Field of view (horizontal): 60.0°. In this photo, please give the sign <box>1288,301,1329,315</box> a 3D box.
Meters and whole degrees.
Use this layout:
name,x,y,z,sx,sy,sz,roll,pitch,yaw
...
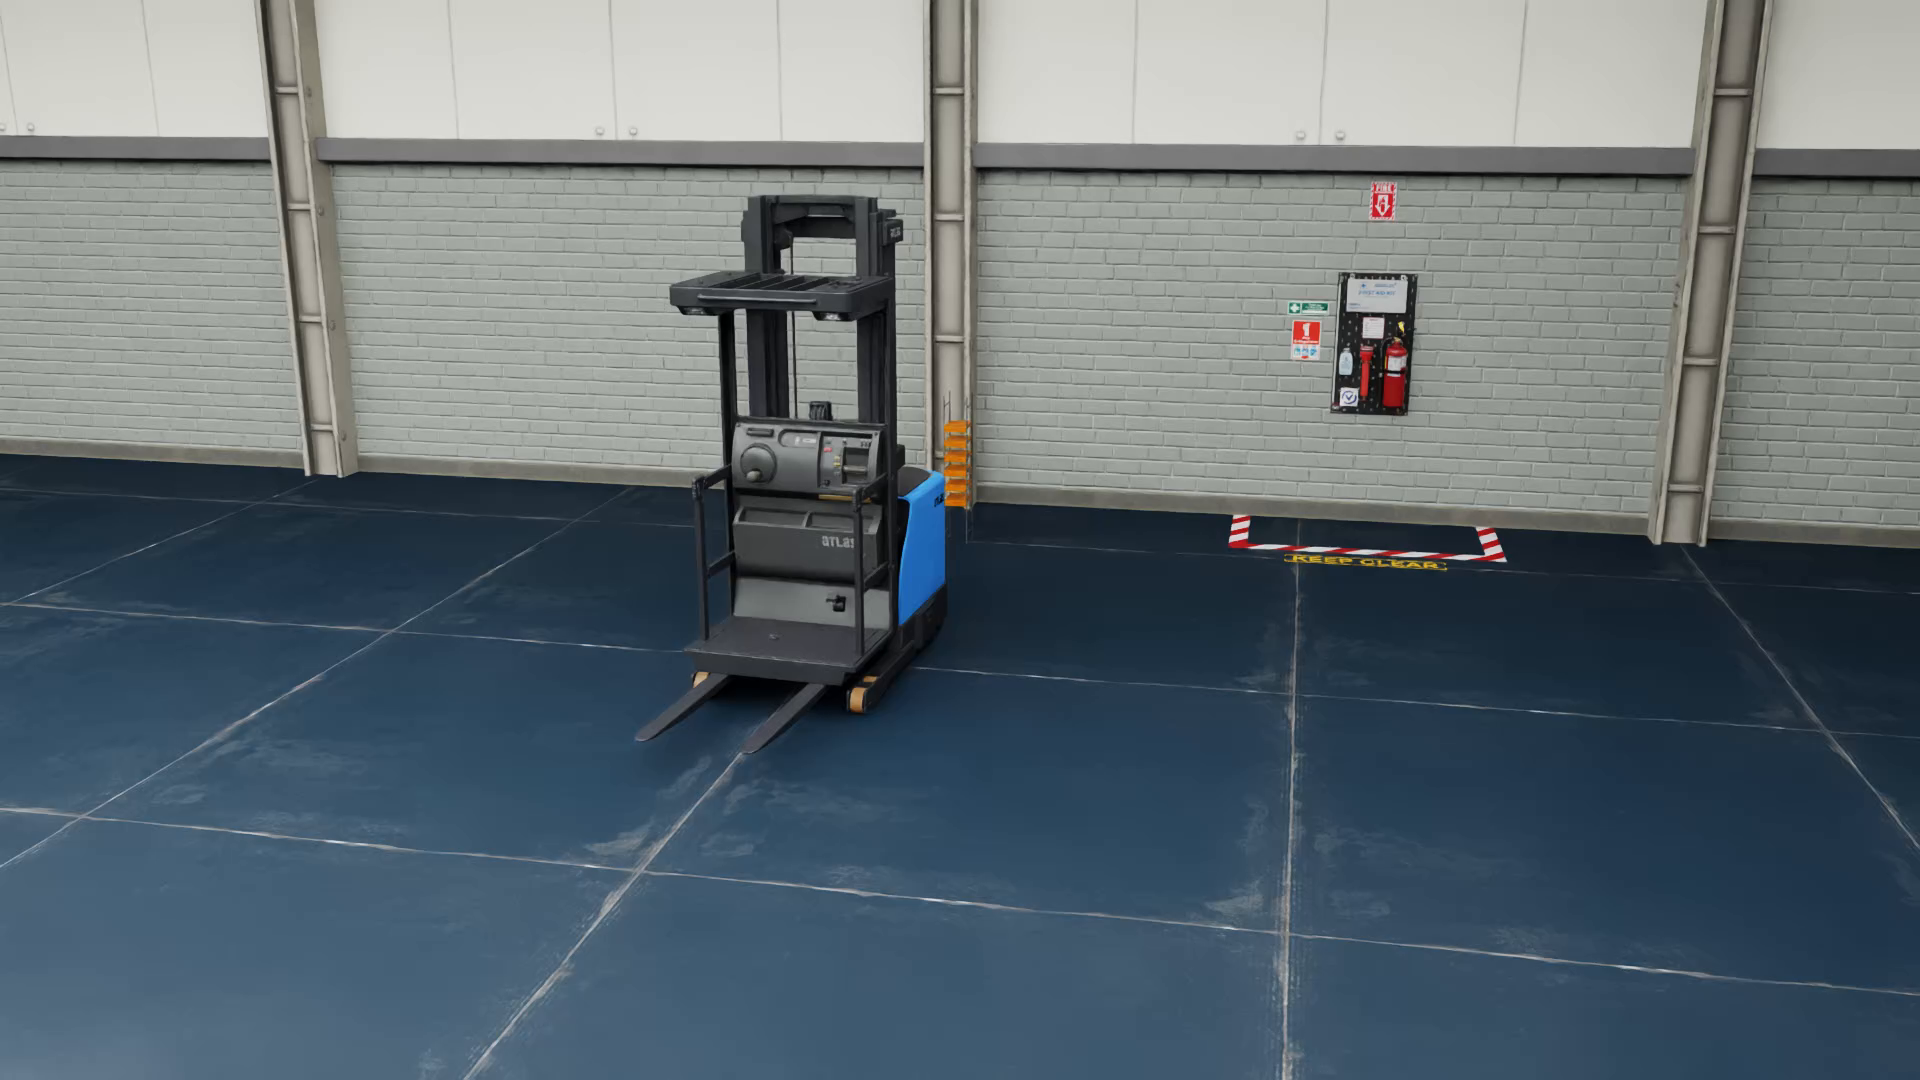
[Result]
name,x,y,z,sx,sy,sz,roll,pitch,yaw
sign,2.872,-1.910,13.710,0.331,0.109,0.001,3,16,11

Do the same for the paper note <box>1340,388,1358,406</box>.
name,x,y,z,sx,sy,sz,roll,pitch,yaw
paper note,3.231,-1.187,13.808,0.142,0.148,0.016,3,16,11

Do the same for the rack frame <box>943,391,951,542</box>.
name,x,y,z,sx,sy,sz,roll,pitch,yaw
rack frame,-0.104,-0.584,13.352,0.006,1.200,0.240,3,16,11

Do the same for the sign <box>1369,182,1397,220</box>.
name,x,y,z,sx,sy,sz,roll,pitch,yaw
sign,3.403,-2.728,13.378,0.199,0.298,0.001,3,16,11

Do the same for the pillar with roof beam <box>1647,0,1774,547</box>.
name,x,y,z,sx,sy,sz,roll,pitch,yaw
pillar with roof beam,4.947,-3.208,8.214,0.400,9.000,9.100,3,16,11

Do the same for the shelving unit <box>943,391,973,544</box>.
name,x,y,z,sx,sy,sz,roll,pitch,yaw
shelving unit,-0.014,-0.579,13.335,0.189,1.200,0.258,3,16,11

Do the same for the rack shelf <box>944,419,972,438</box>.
name,x,y,z,sx,sy,sz,roll,pitch,yaw
rack shelf,-0.014,-0.883,13.250,0.180,0.103,0.258,3,16,11

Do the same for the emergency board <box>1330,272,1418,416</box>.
name,x,y,z,sx,sy,sz,roll,pitch,yaw
emergency board,3.391,-1.584,13.592,0.643,1.169,0.194,3,16,11

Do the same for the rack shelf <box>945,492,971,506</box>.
name,x,y,z,sx,sy,sz,roll,pitch,yaw
rack shelf,-0.014,-0.305,13.411,0.180,0.103,0.258,3,16,11

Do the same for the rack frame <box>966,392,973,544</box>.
name,x,y,z,sx,sy,sz,roll,pitch,yaw
rack frame,0.075,-0.574,13.317,0.006,1.200,0.240,3,16,11

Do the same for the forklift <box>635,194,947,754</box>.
name,x,y,z,sx,sy,sz,roll,pitch,yaw
forklift,-0.986,-0.501,9.811,1.130,2.935,3.031,4,16,16

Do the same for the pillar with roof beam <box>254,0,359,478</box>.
name,x,y,z,sx,sy,sz,roll,pitch,yaw
pillar with roof beam,-6.813,-3.846,10.519,0.400,9.000,9.100,3,16,11

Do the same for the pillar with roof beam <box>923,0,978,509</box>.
name,x,y,z,sx,sy,sz,roll,pitch,yaw
pillar with roof beam,-0.933,-3.527,9.367,0.400,9.000,9.100,3,16,11

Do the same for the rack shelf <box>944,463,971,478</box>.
name,x,y,z,sx,sy,sz,roll,pitch,yaw
rack shelf,-0.014,-0.536,13.346,0.180,0.103,0.258,3,16,11

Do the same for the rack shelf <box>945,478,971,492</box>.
name,x,y,z,sx,sy,sz,roll,pitch,yaw
rack shelf,-0.014,-0.421,13.379,0.180,0.103,0.258,3,16,11

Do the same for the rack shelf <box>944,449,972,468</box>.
name,x,y,z,sx,sy,sz,roll,pitch,yaw
rack shelf,-0.014,-0.652,13.314,0.180,0.103,0.258,3,16,11

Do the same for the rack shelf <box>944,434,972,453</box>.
name,x,y,z,sx,sy,sz,roll,pitch,yaw
rack shelf,-0.014,-0.767,13.282,0.180,0.103,0.258,3,16,11

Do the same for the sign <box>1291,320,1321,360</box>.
name,x,y,z,sx,sy,sz,roll,pitch,yaw
sign,2.869,-1.658,13.790,0.234,0.329,0.001,3,16,11
